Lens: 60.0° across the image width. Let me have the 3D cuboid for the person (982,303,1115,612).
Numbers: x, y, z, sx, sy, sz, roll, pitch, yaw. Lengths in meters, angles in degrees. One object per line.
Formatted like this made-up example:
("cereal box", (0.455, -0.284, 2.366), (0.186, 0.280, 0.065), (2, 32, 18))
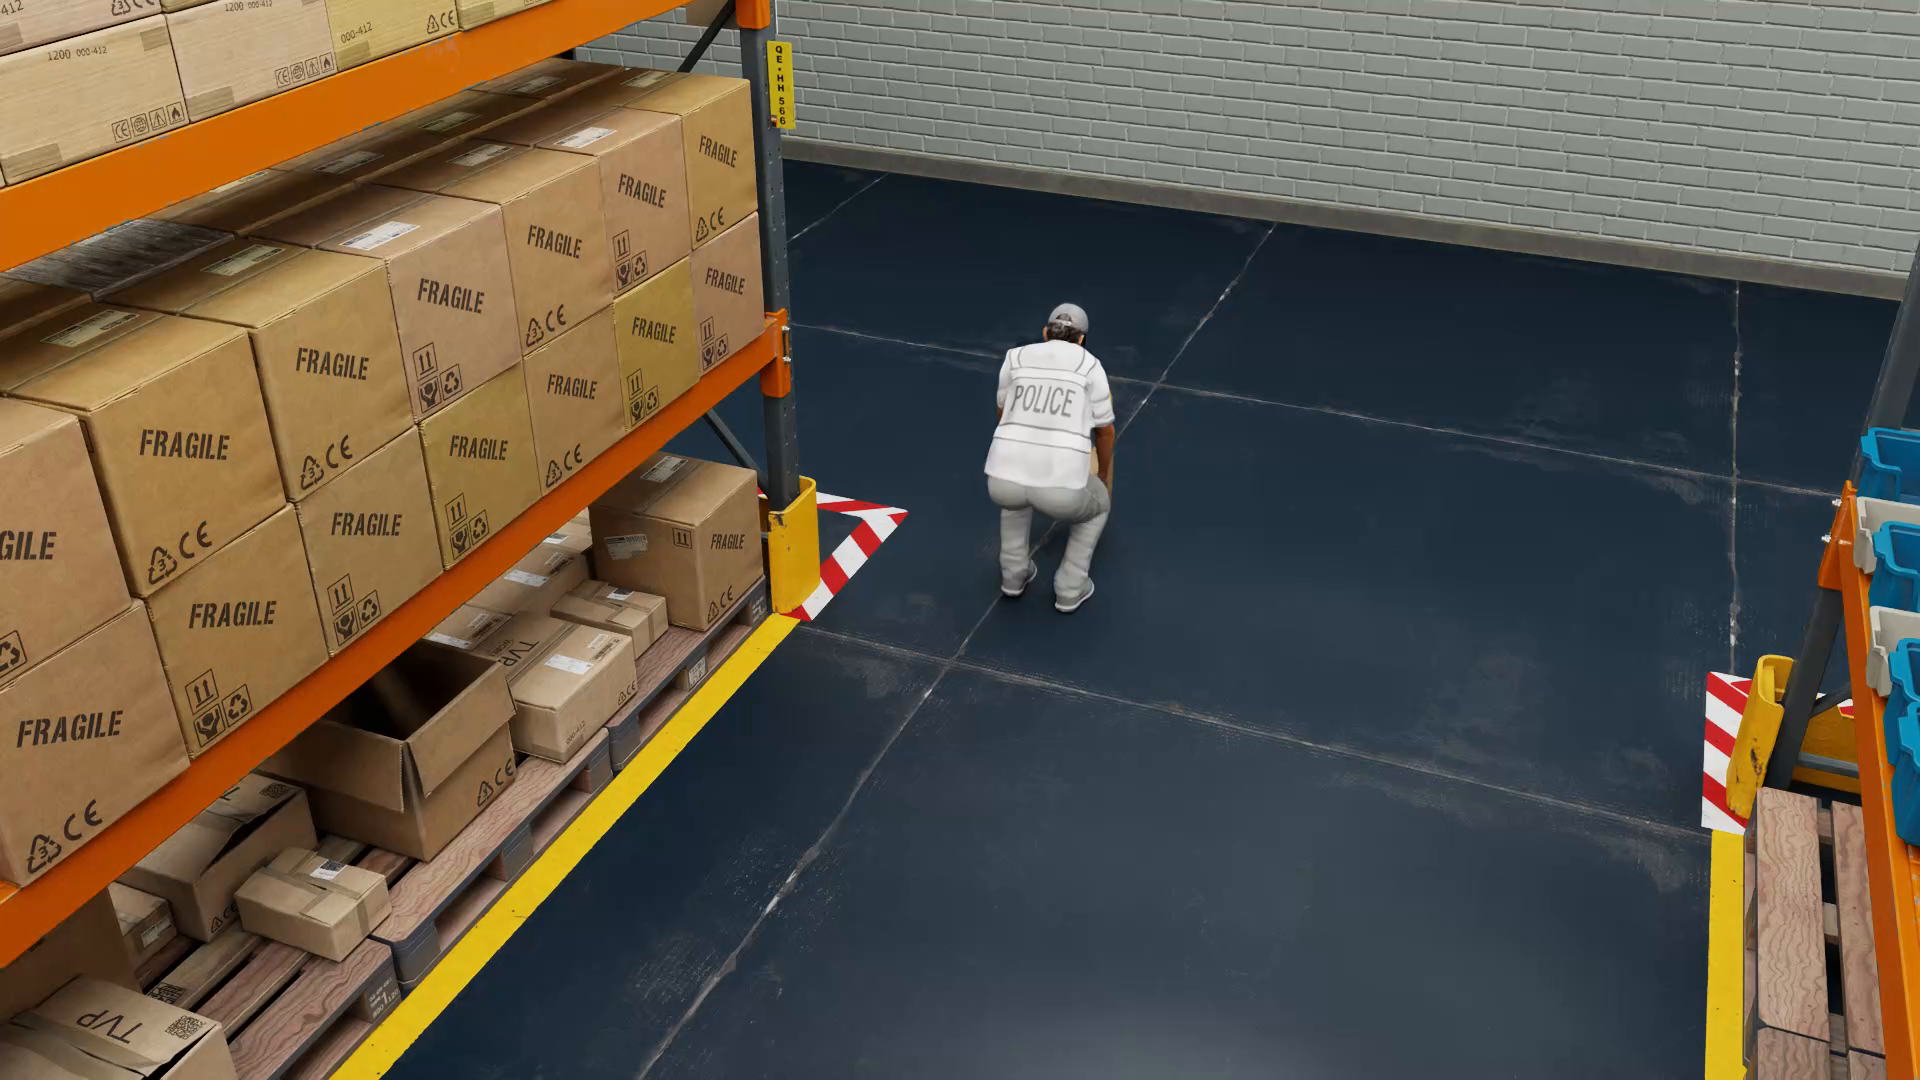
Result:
("person", (0.368, -0.336, 7.149), (0.540, 1.239, 0.794), (11, 32, 19))
